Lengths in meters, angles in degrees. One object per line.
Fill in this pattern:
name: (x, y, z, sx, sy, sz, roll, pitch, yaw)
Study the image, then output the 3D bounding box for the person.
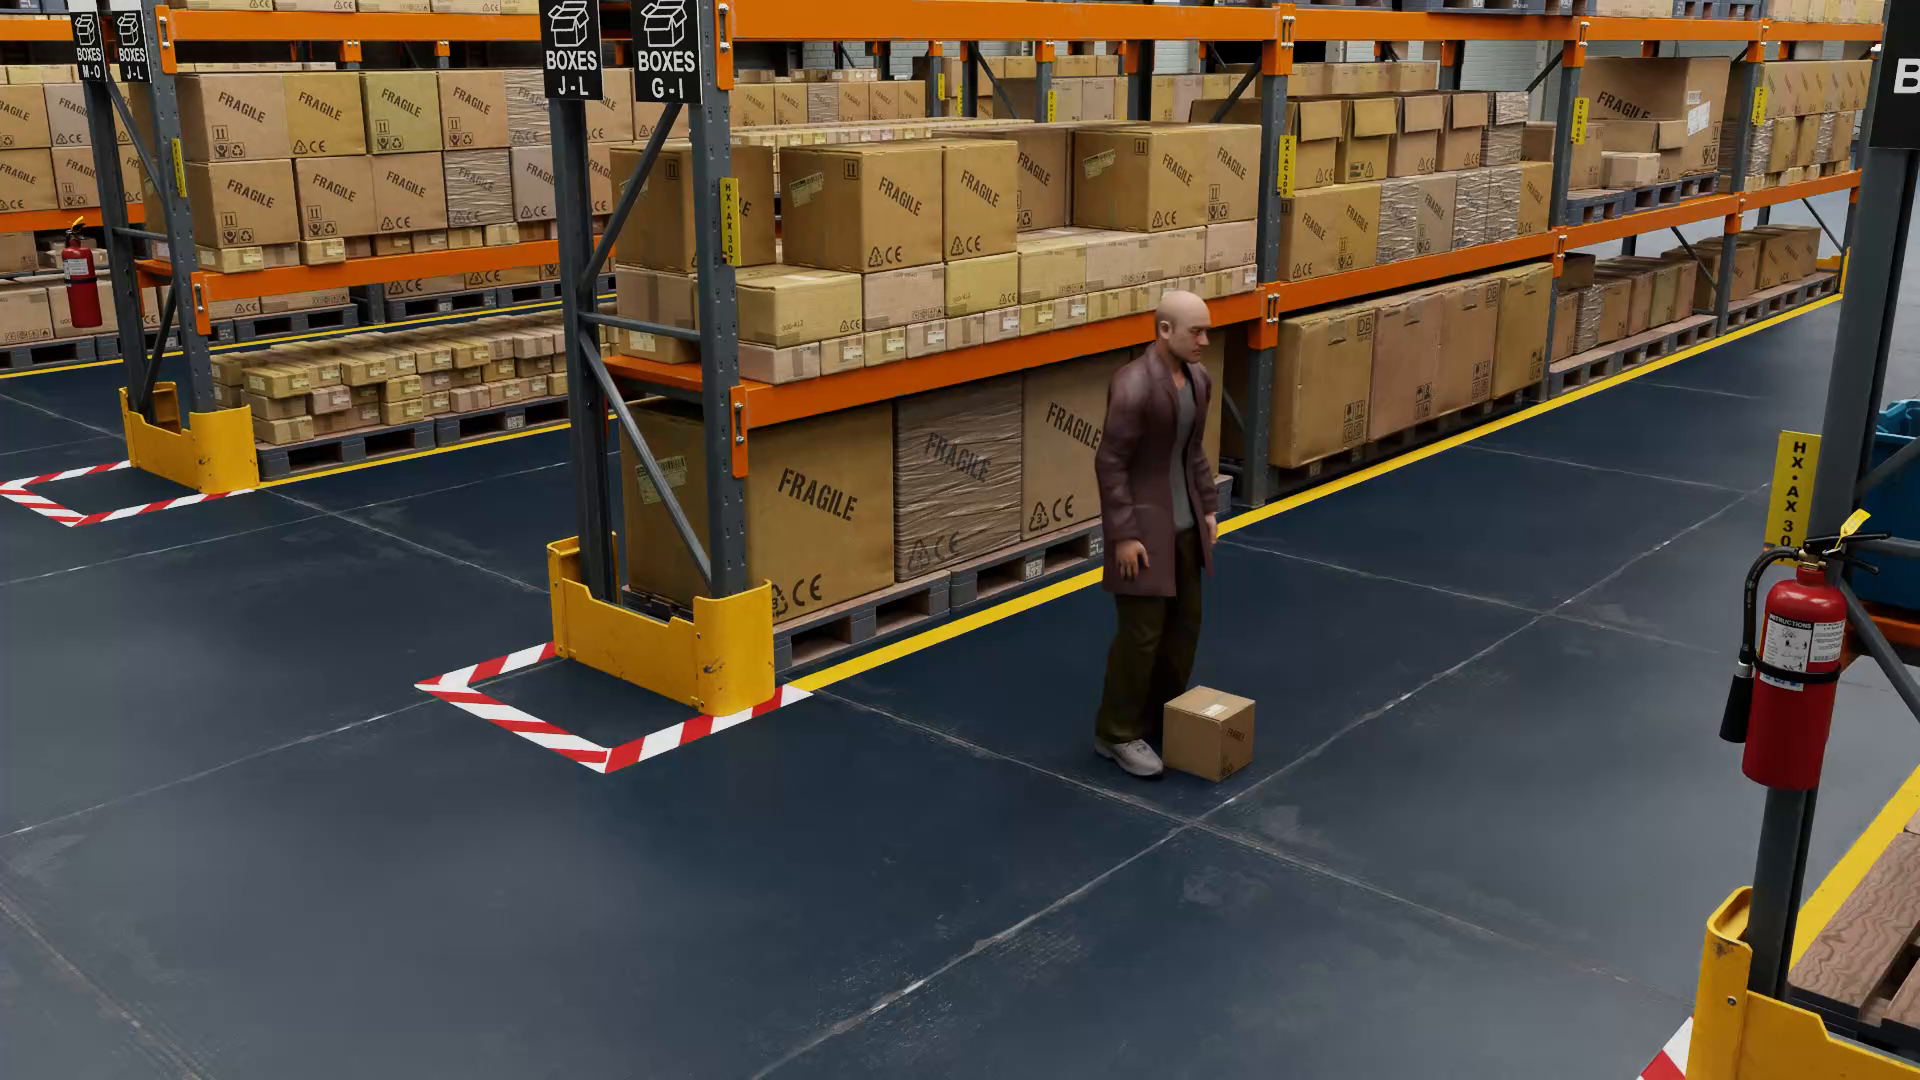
person: (0.750, -0.046, 6.220, 0.424, 1.774, 0.643, 15, 22, 40)
